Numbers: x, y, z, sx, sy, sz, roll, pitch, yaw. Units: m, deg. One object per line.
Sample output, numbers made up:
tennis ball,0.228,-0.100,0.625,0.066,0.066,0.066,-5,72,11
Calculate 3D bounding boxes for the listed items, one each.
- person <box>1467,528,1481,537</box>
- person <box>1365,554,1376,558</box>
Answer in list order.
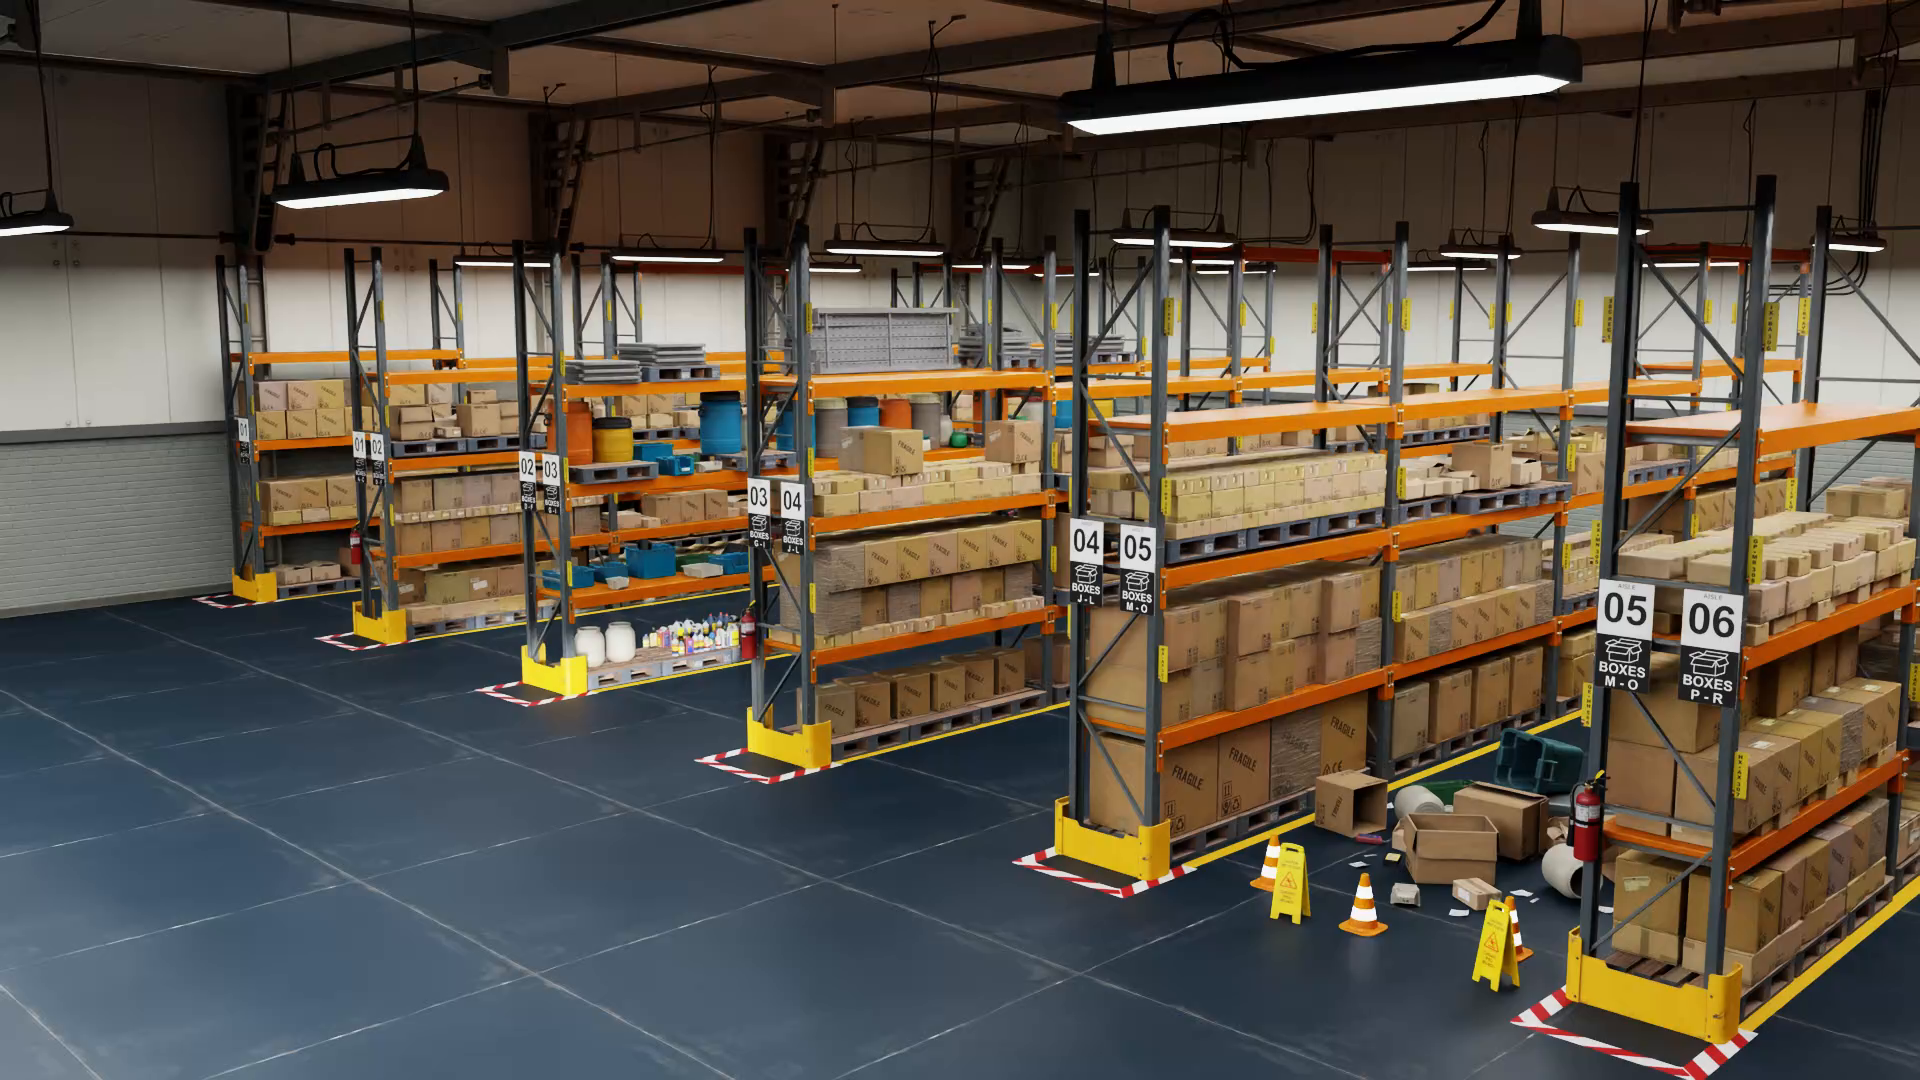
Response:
person,8.369,0.546,27.103,0.399,1.540,0.972,7,11,42
person,5.983,0.968,24.134,0.377,1.540,0.972,7,10,39
